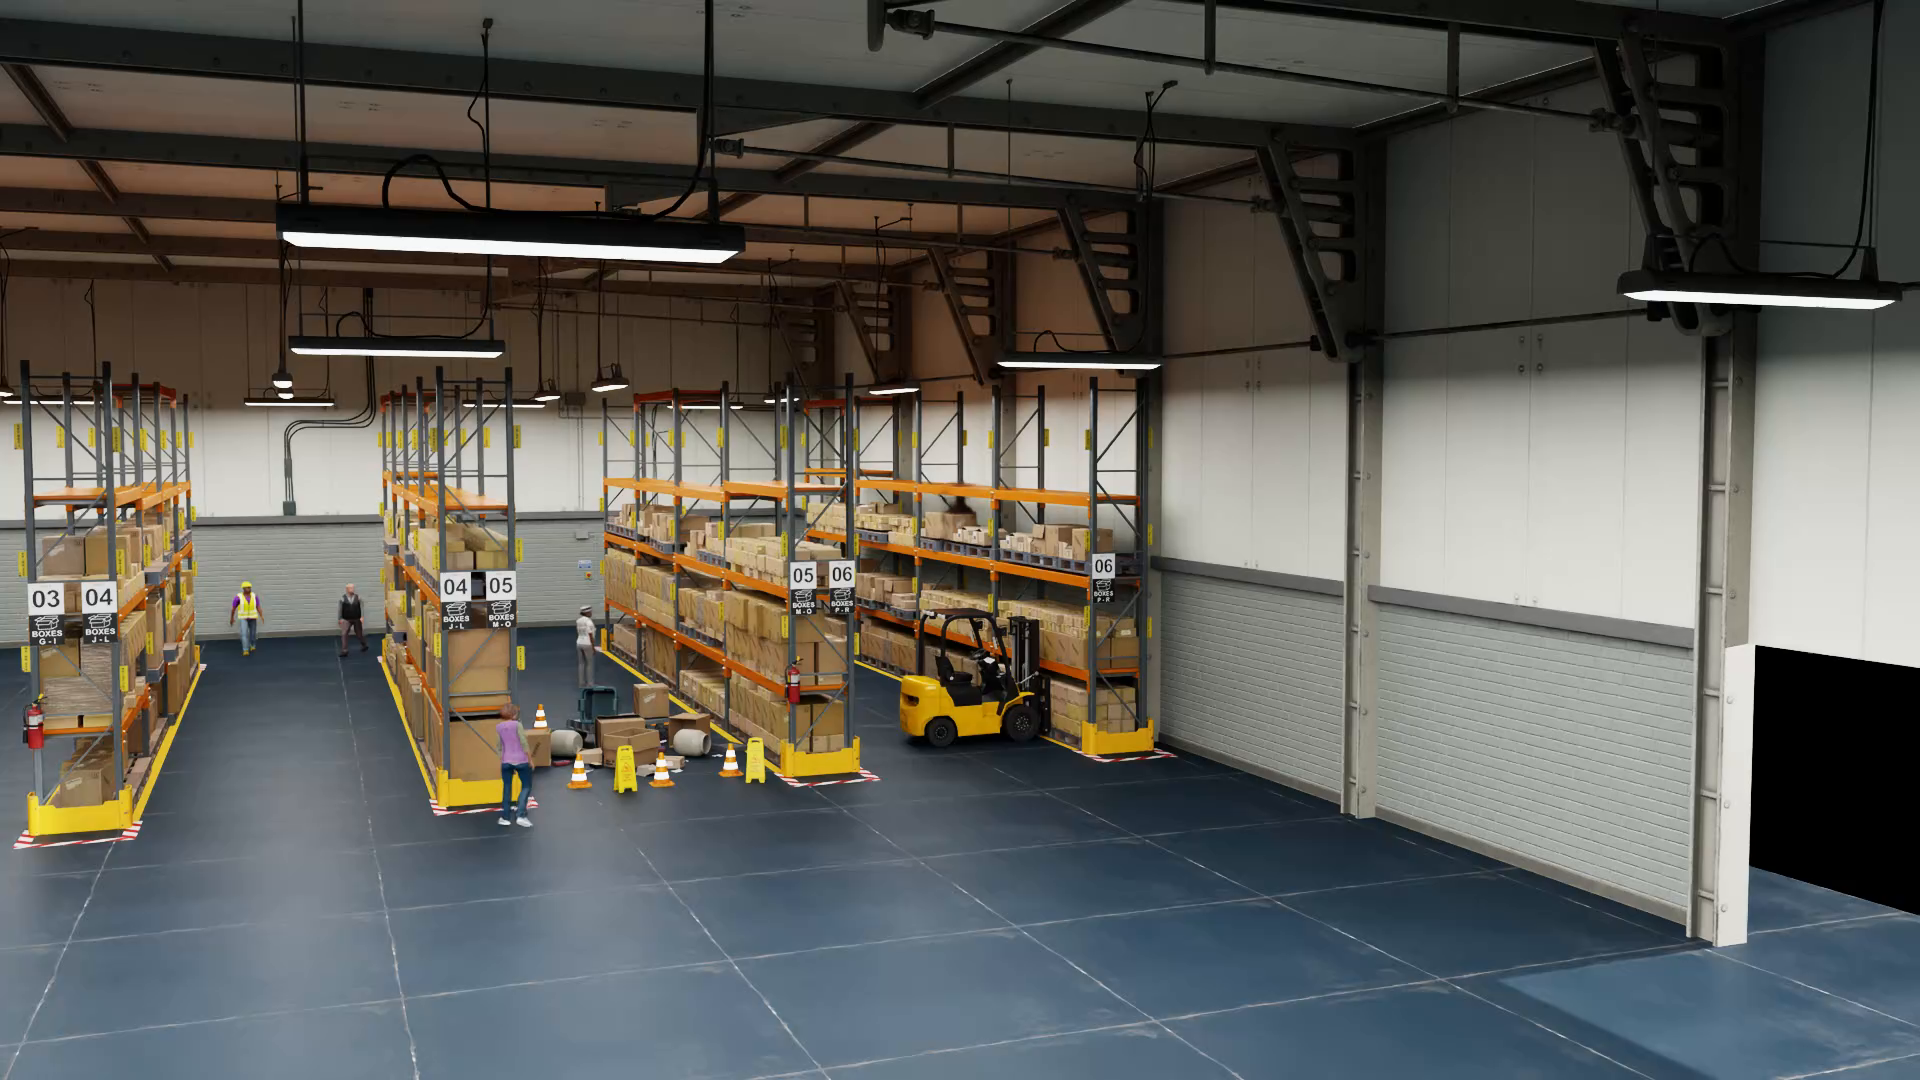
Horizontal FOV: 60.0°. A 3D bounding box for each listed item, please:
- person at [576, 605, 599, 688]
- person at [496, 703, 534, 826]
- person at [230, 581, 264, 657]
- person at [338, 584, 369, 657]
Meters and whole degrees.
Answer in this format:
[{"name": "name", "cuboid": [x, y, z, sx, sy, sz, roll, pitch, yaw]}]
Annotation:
[{"name": "person", "cuboid": [-7.488, 2.143, 33.432, 0.505, 1.682, 0.384, 3, 4, 38]}, {"name": "person", "cuboid": [-5.765, 2.912, 21.527, 0.527, 1.618, 0.322, 0, 3, 8]}, {"name": "person", "cuboid": [-16.585, 1.824, 38.680, 0.734, 1.724, 1.080, -2, 4, -26]}, {"name": "person", "cuboid": [-14.080, 1.853, 38.501, 0.609, 1.679, 1.000, 0, 3, 3]}]
